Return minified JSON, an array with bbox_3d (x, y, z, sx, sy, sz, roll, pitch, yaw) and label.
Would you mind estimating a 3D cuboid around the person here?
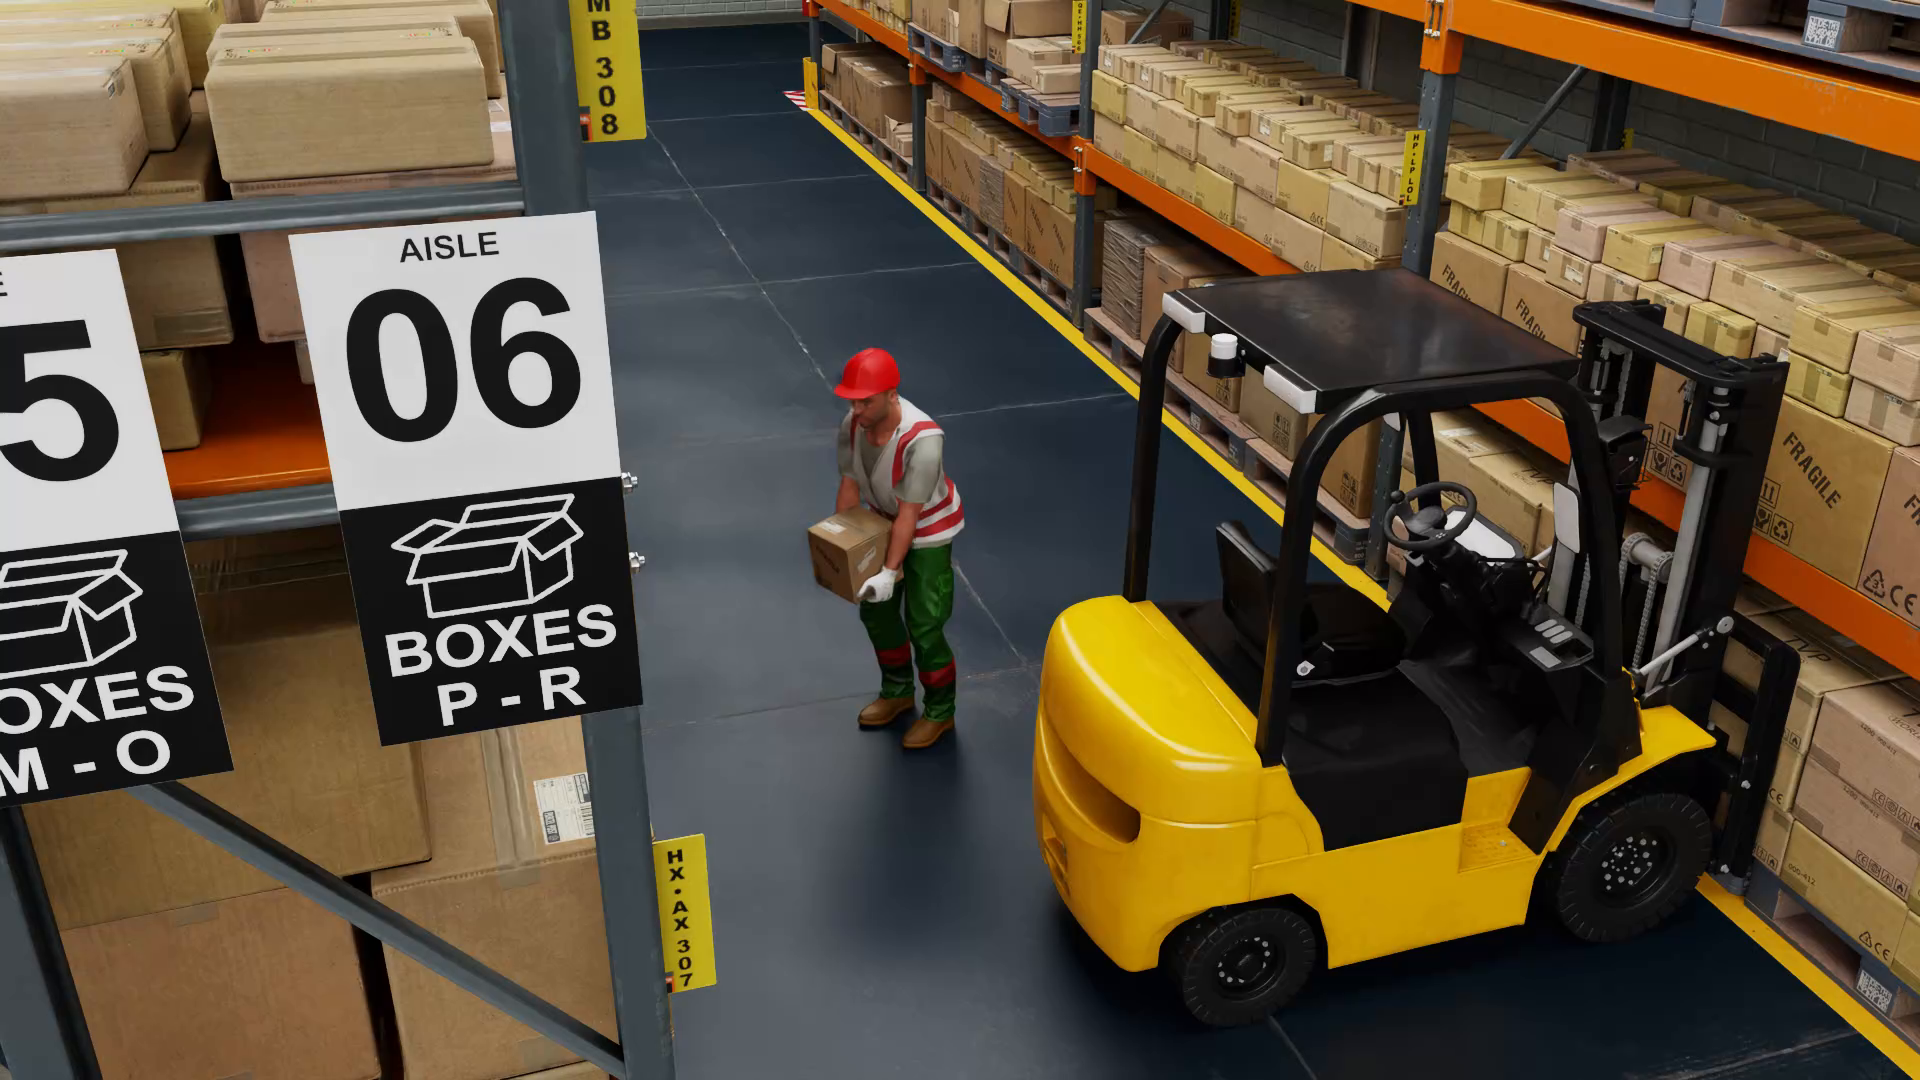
[{"bbox_3d":[-0.266,0.036,6.580,0.496,1.727,0.610,22,33,37],"label":"person"}]
